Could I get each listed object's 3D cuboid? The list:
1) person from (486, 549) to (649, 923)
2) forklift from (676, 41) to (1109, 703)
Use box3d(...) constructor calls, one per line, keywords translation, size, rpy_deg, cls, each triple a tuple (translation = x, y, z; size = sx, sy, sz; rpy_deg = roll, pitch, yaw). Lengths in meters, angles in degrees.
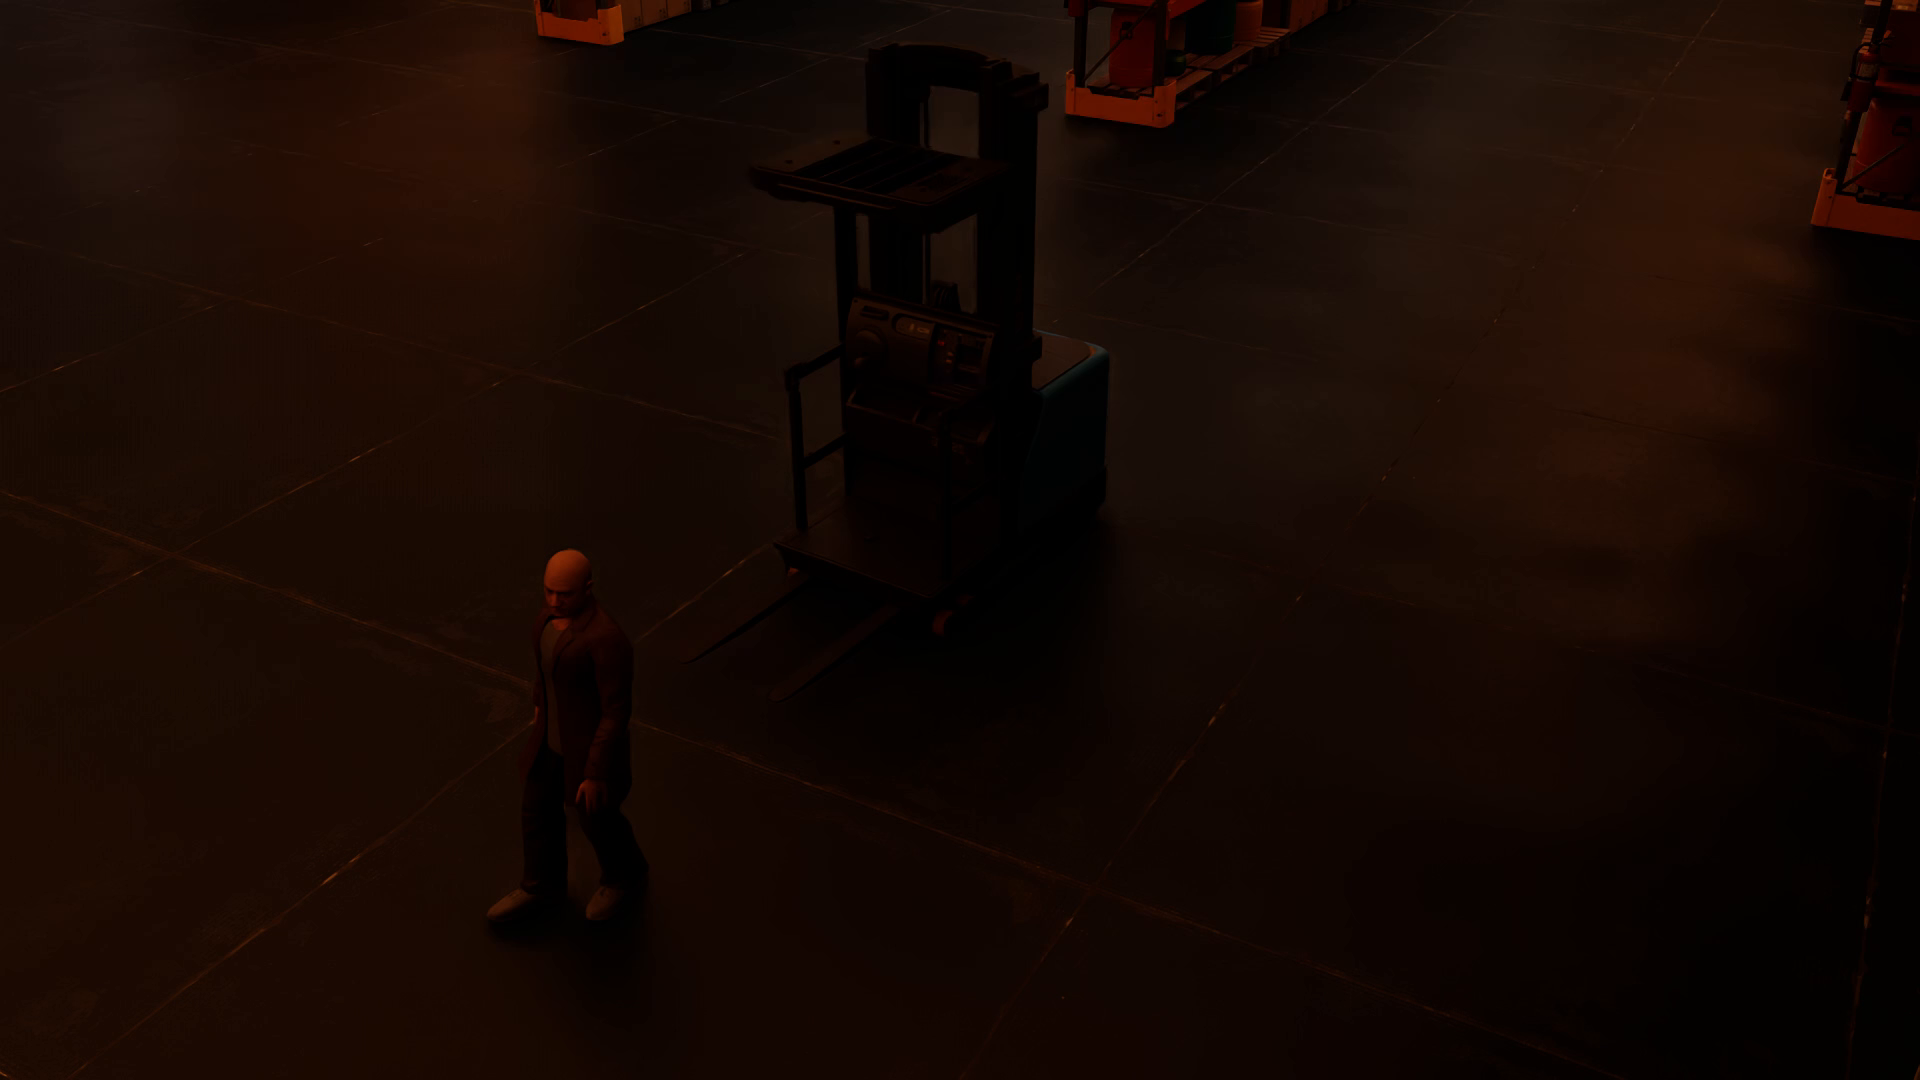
box3d(translation=(-1.636, 0.853, 6.765), size=(0.742, 1.761, 0.676), rpy_deg=(26, 39, 37), cls="person")
box3d(translation=(-0.337, -0.999, 8.802), size=(1.130, 2.935, 3.031), rpy_deg=(18, 35, 29), cls="forklift")
